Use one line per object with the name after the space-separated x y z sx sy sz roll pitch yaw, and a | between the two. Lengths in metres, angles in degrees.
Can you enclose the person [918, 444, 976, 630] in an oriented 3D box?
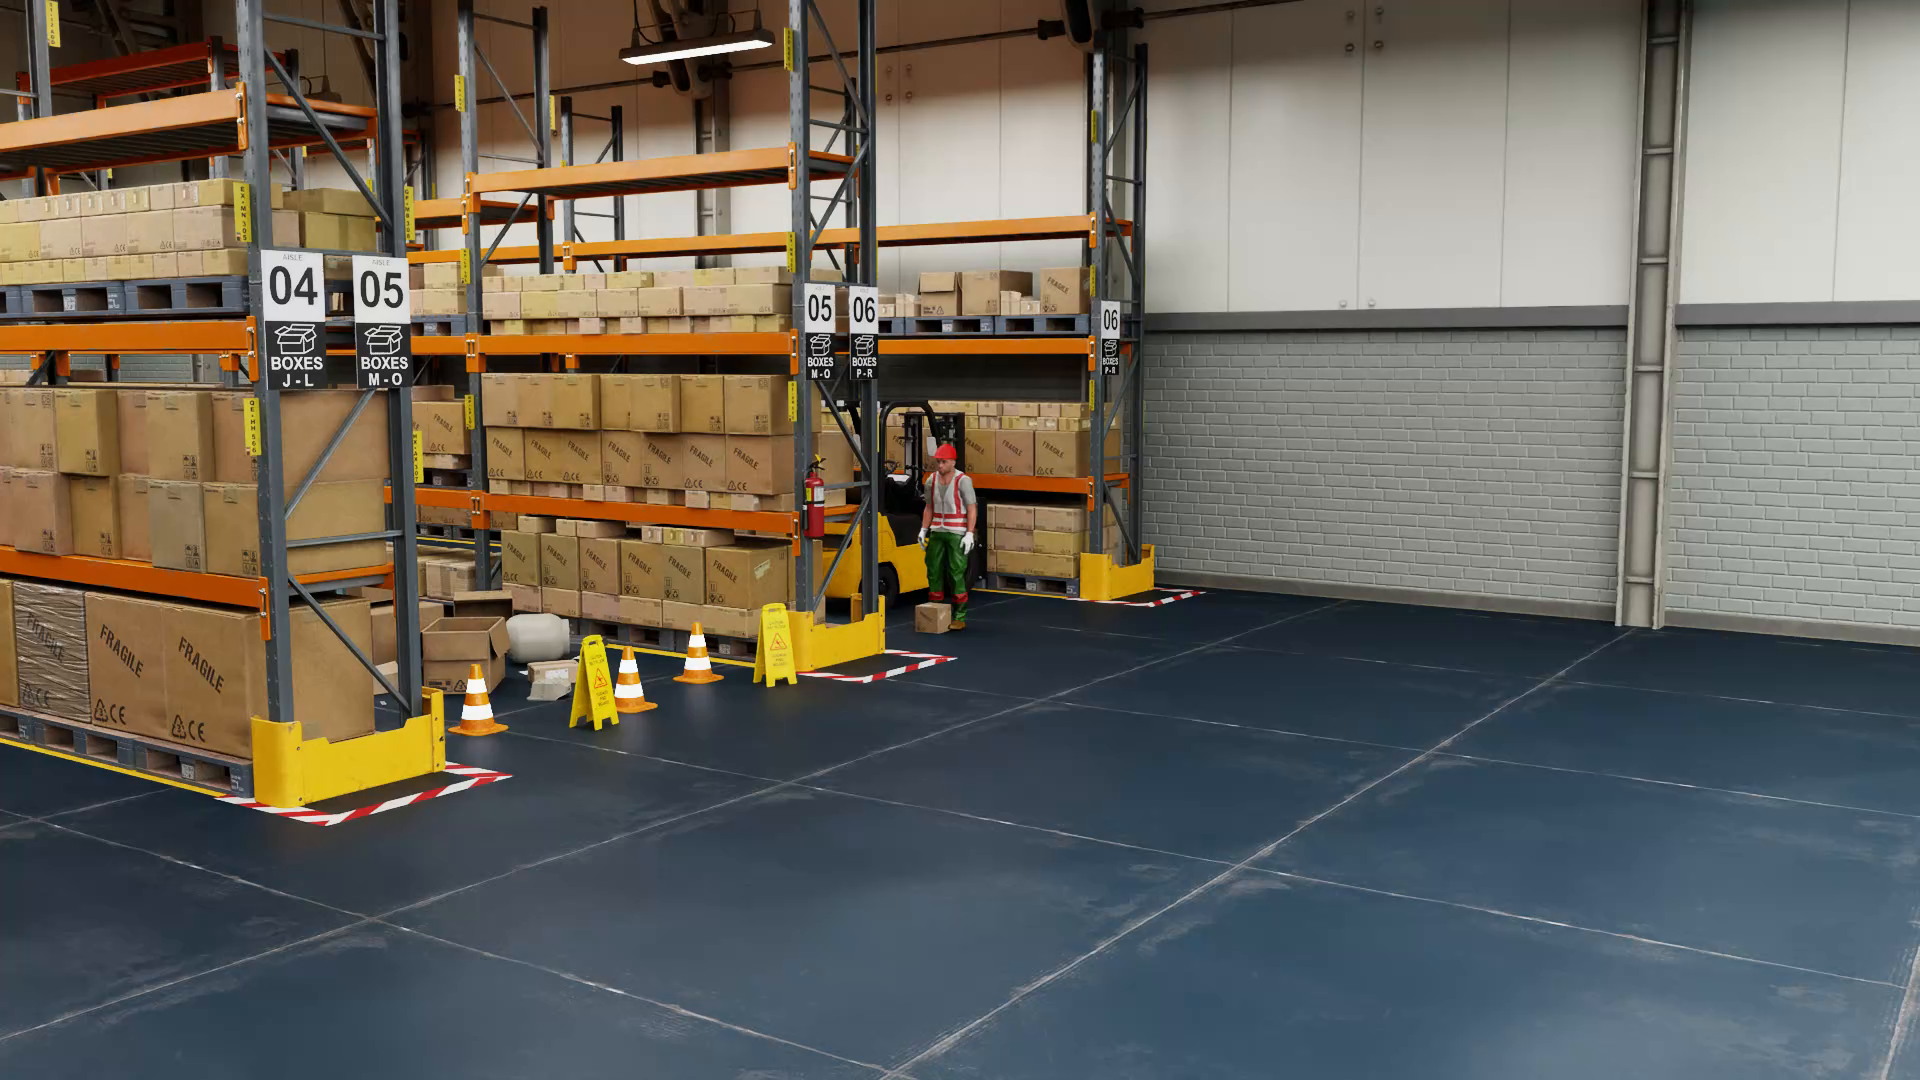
-0.129 -0.035 15.974 0.609 1.779 0.449 4 7 31 | person
